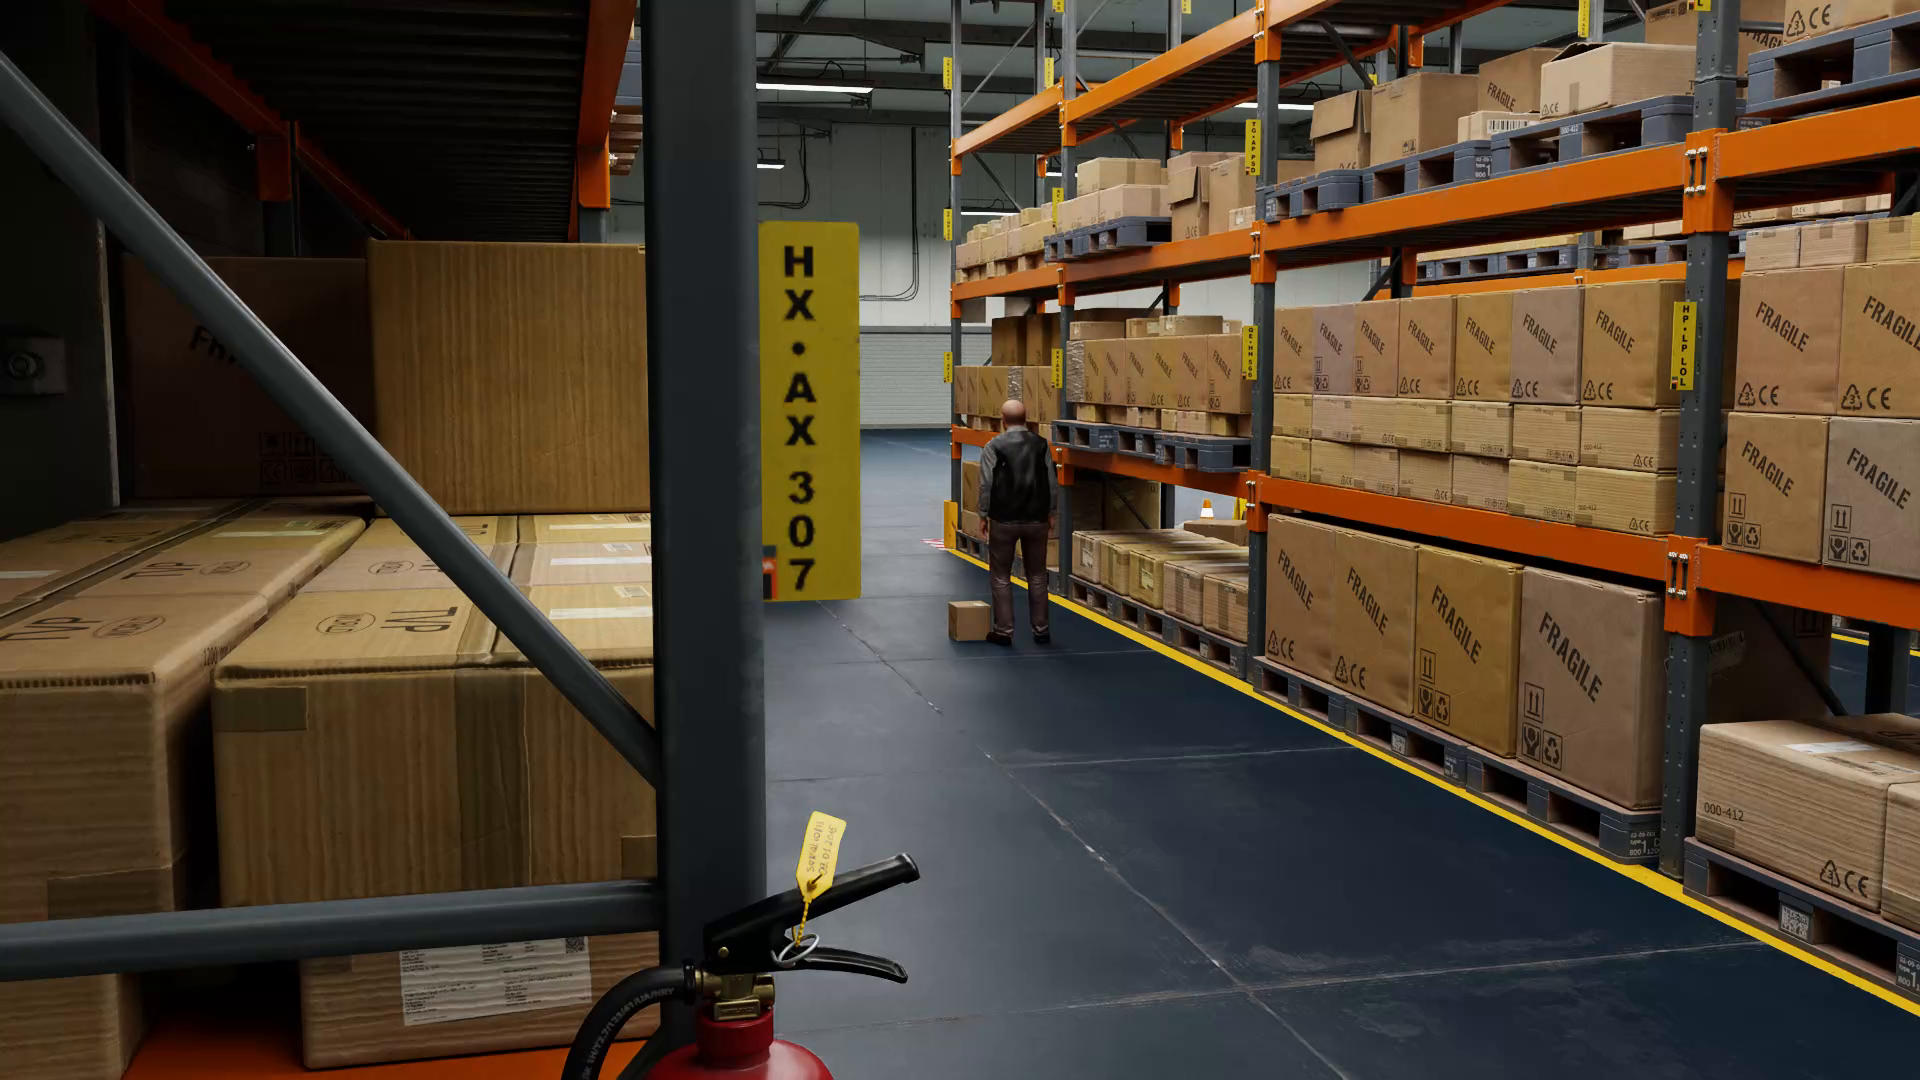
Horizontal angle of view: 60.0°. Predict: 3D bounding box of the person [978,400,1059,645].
[{"bbox_3d":[0.411,-0.125,11.733,0.579,1.720,0.420,-2,6,-14],"label":"person"}]
